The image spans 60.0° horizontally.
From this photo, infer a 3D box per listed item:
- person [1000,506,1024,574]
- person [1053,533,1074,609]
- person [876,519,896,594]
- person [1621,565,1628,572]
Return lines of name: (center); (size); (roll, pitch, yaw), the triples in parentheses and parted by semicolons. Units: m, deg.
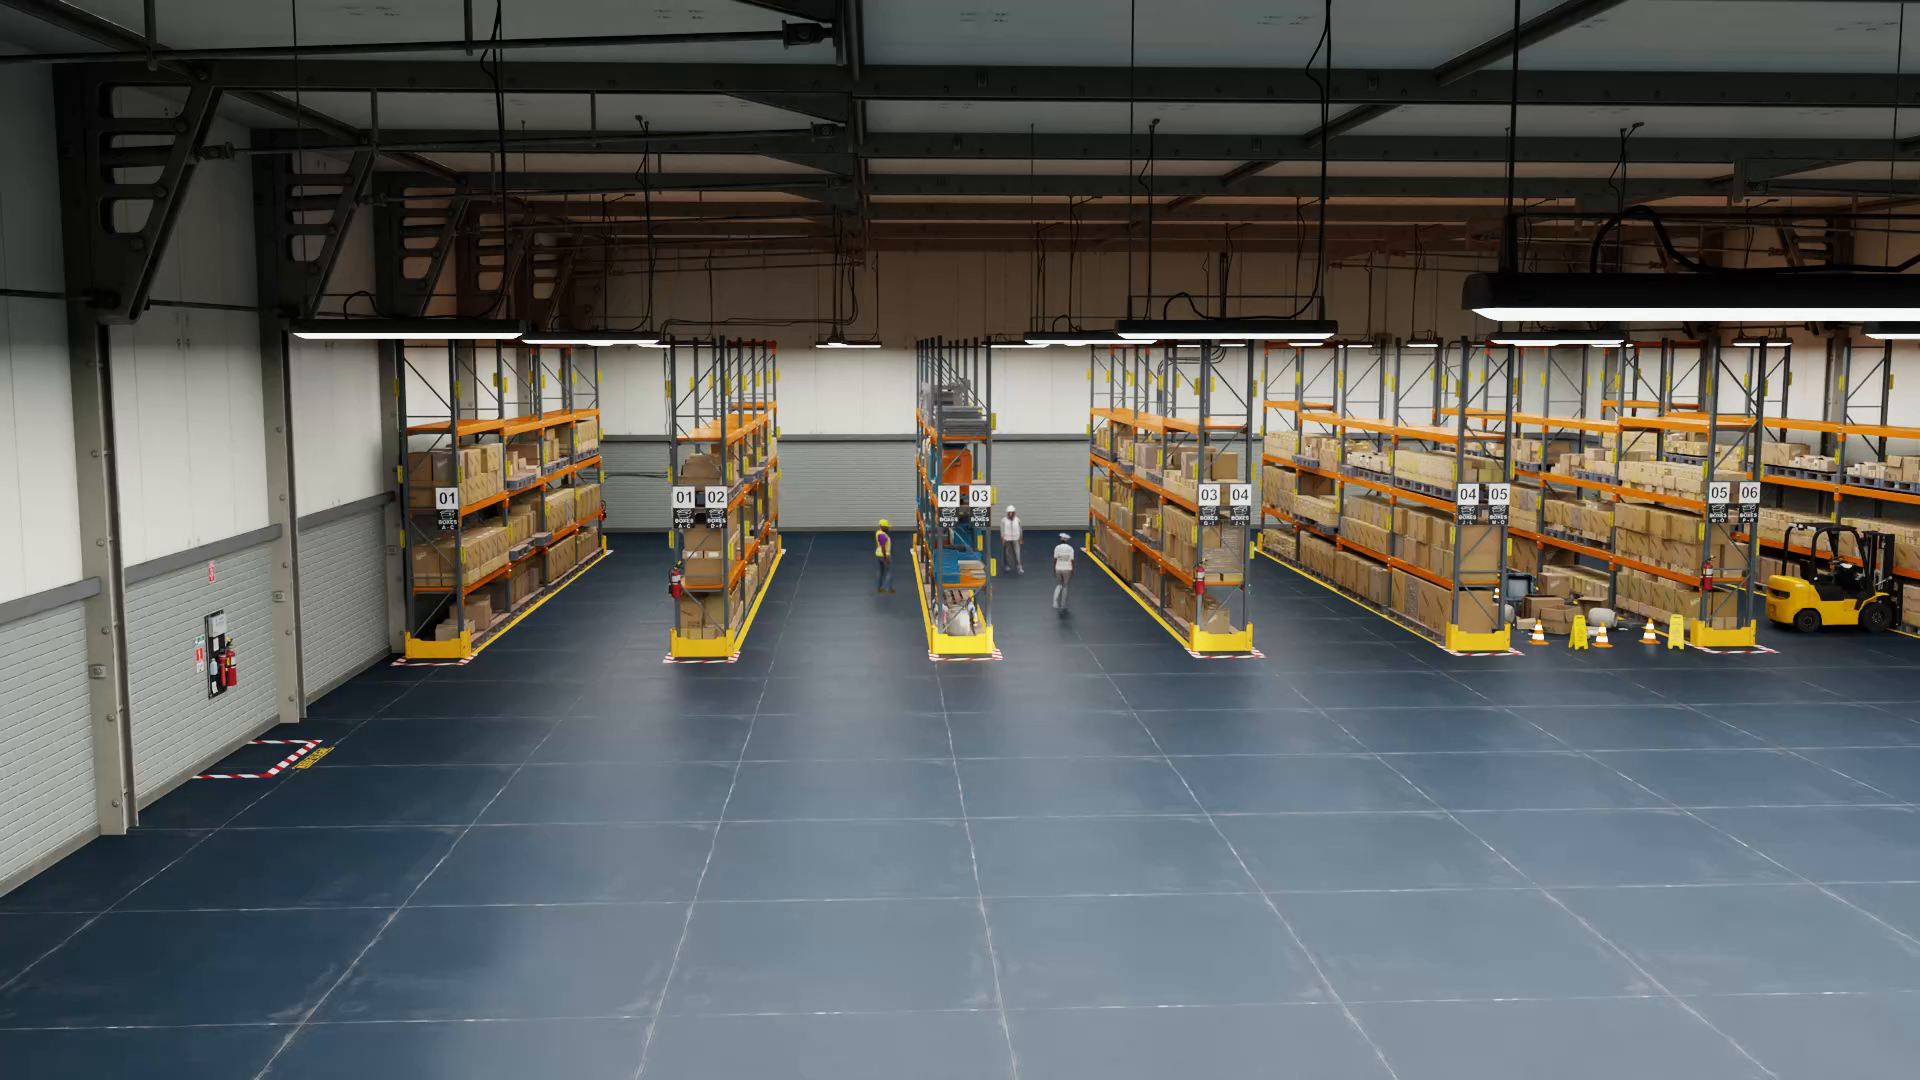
person: (1.360, -0.026, 42.865); (0.622, 1.718, 1.001); (-2, 7, -13)
person: (2.302, 0.704, 36.845); (0.431, 1.659, 0.451); (4, 8, 33)
person: (-1.754, 0.389, 39.177); (0.466, 1.764, 0.635); (-2, 7, -21)
person: (16.091, 0.349, 40.109); (0.571, 1.671, 0.486); (5, 8, 39)
